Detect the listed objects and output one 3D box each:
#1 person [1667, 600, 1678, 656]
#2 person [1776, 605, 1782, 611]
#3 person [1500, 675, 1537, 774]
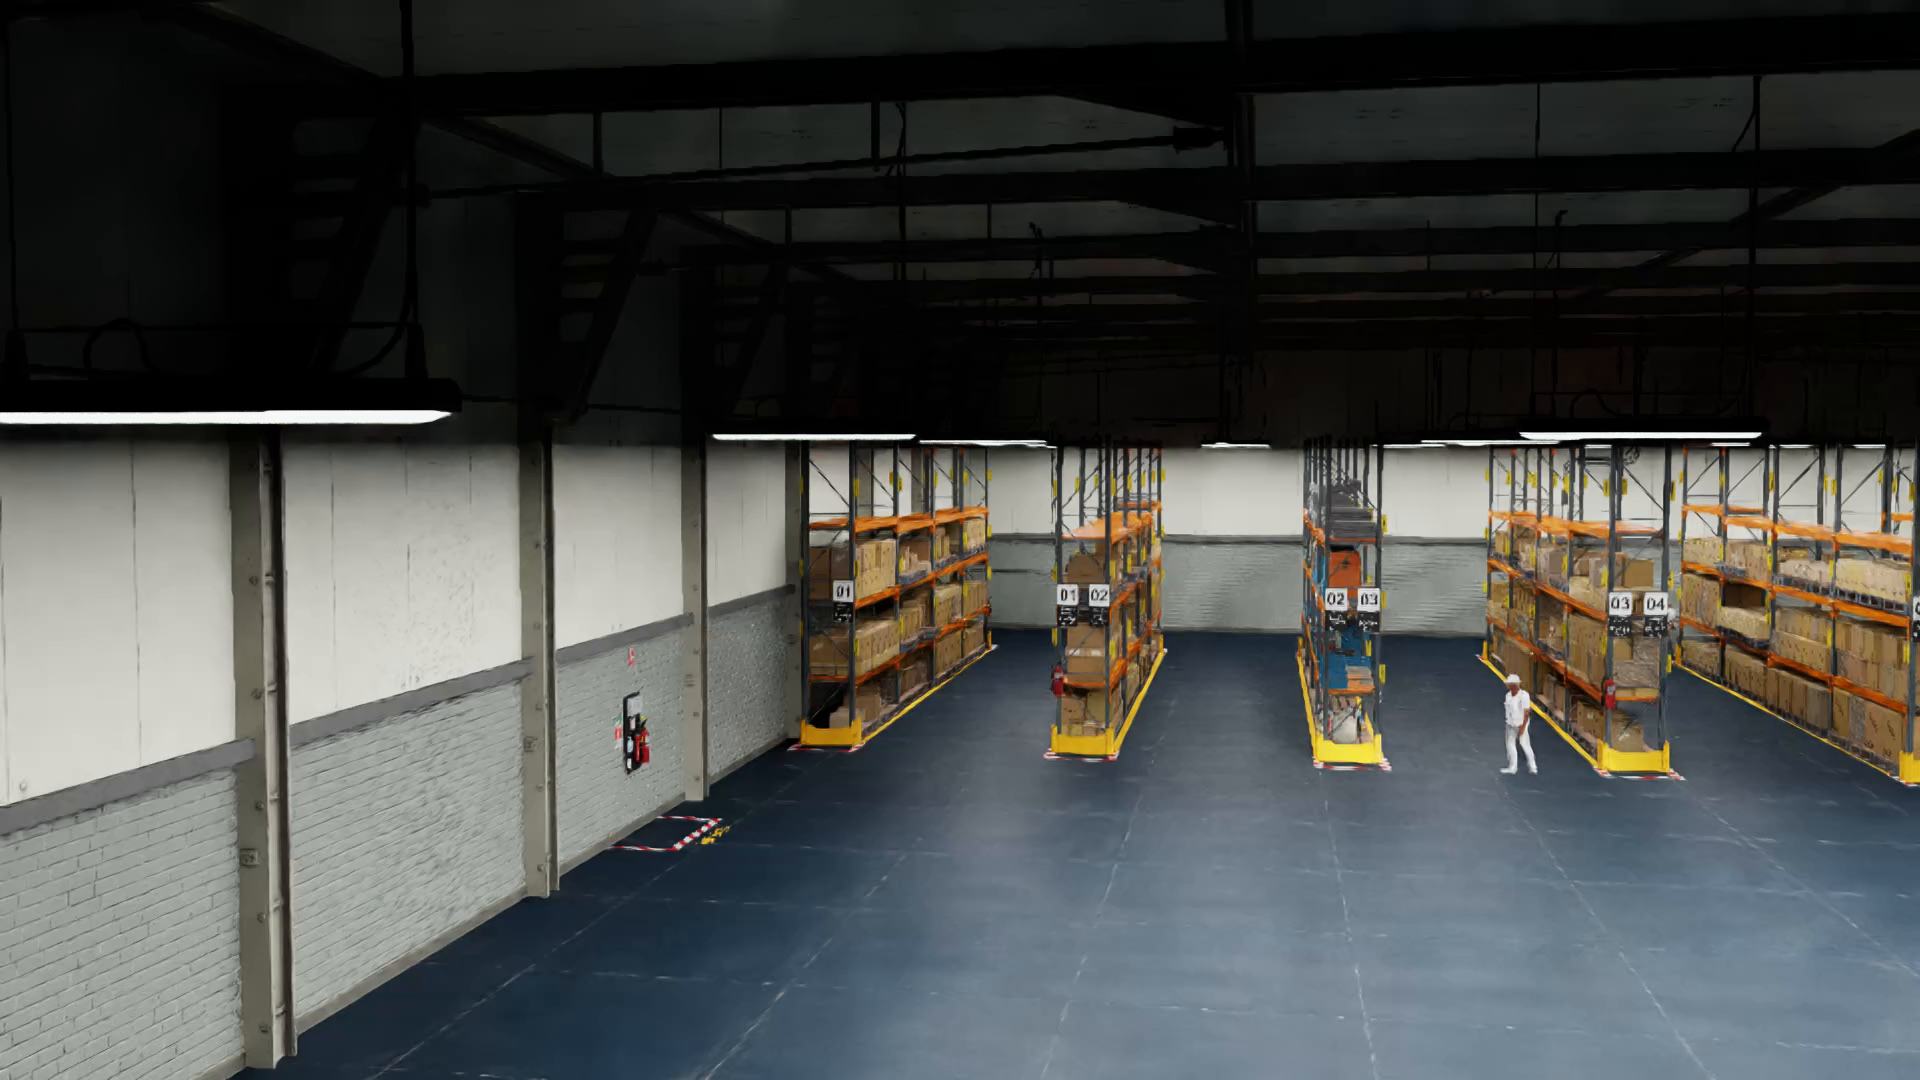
[{"bbox_3d":[19.439,2.441,45.623,0.602,1.645,0.565,-1,3,-21],"label":"person"},{"bbox_3d":[21.106,2.530,42.943,0.495,1.724,0.643,1,3,14],"label":"person"},{"bbox_3d":[9.896,3.260,29.449,0.619,1.762,0.593,-1,3,-24],"label":"person"}]
